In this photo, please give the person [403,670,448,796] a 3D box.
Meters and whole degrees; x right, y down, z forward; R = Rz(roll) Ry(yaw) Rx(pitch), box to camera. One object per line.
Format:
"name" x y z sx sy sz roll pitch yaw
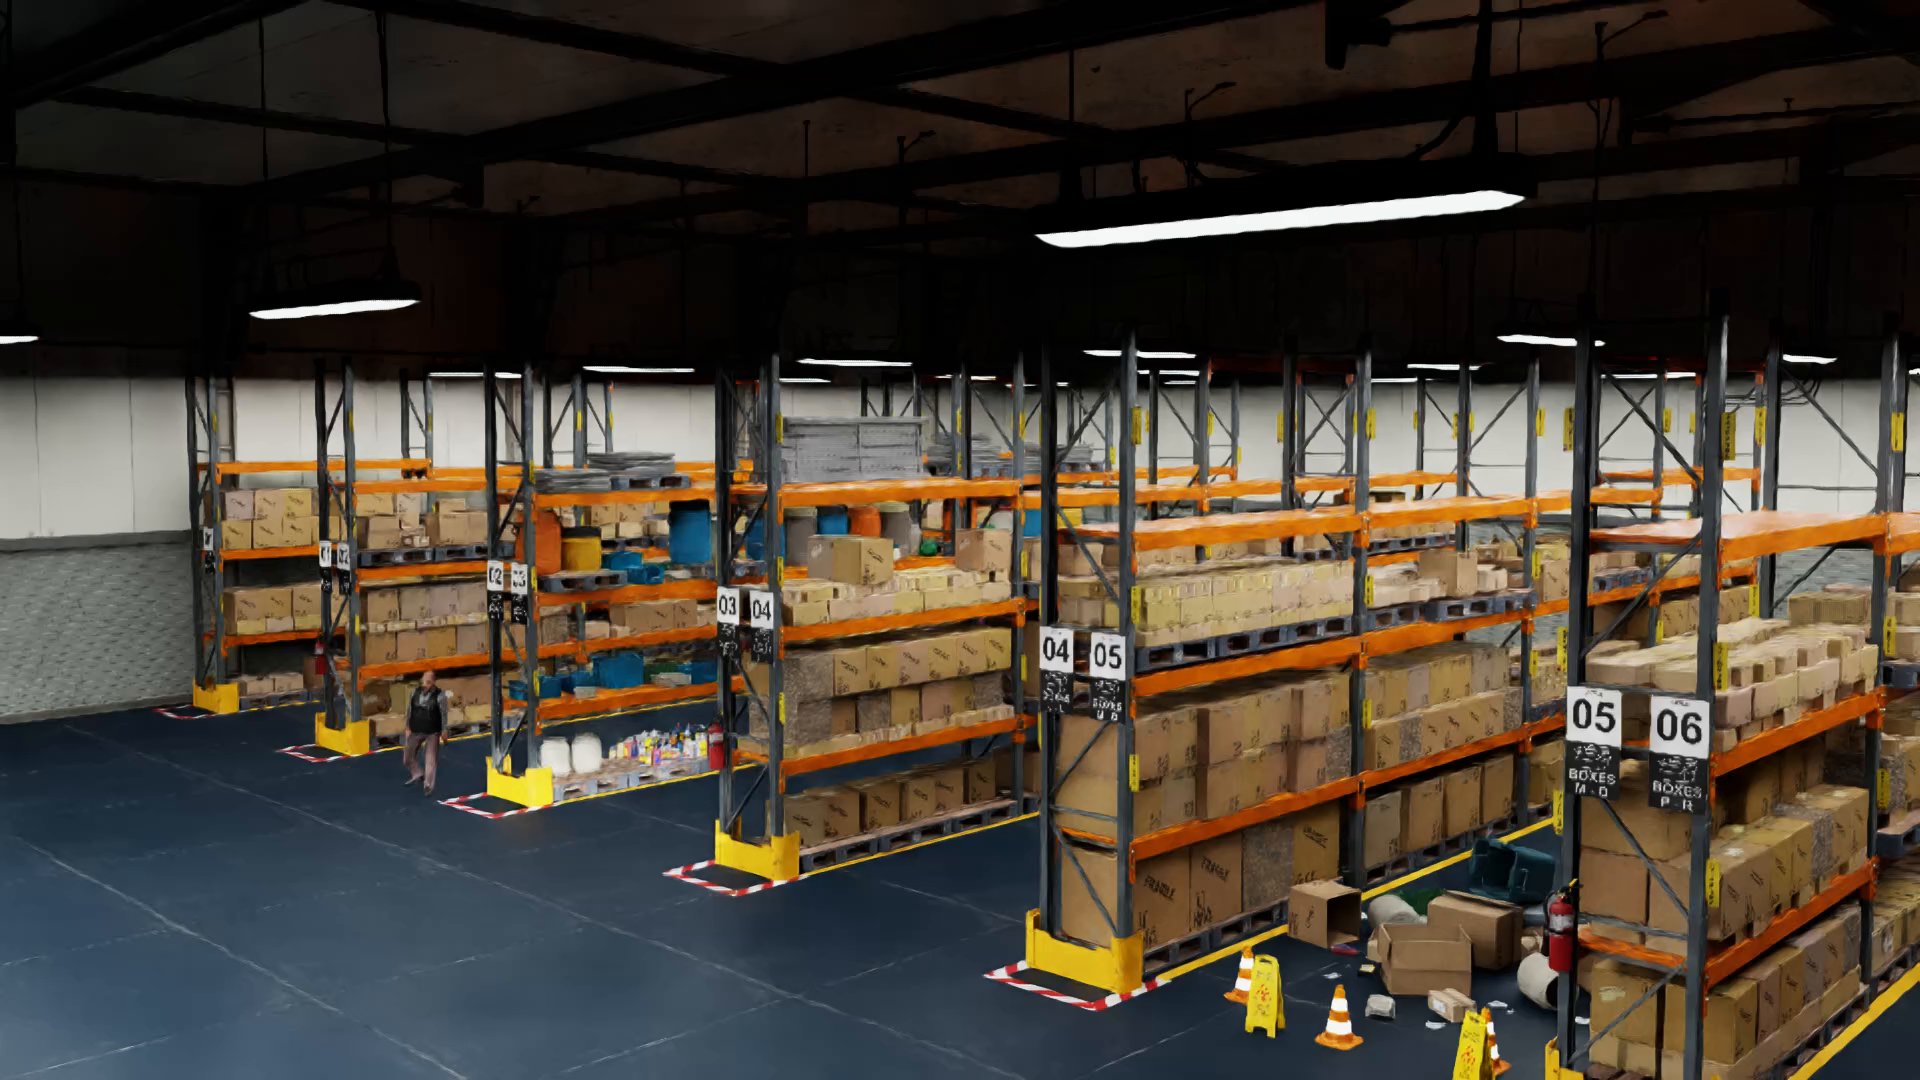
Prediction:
"person" -7.254 2.595 22.513 0.705 1.704 0.511 0 4 6
